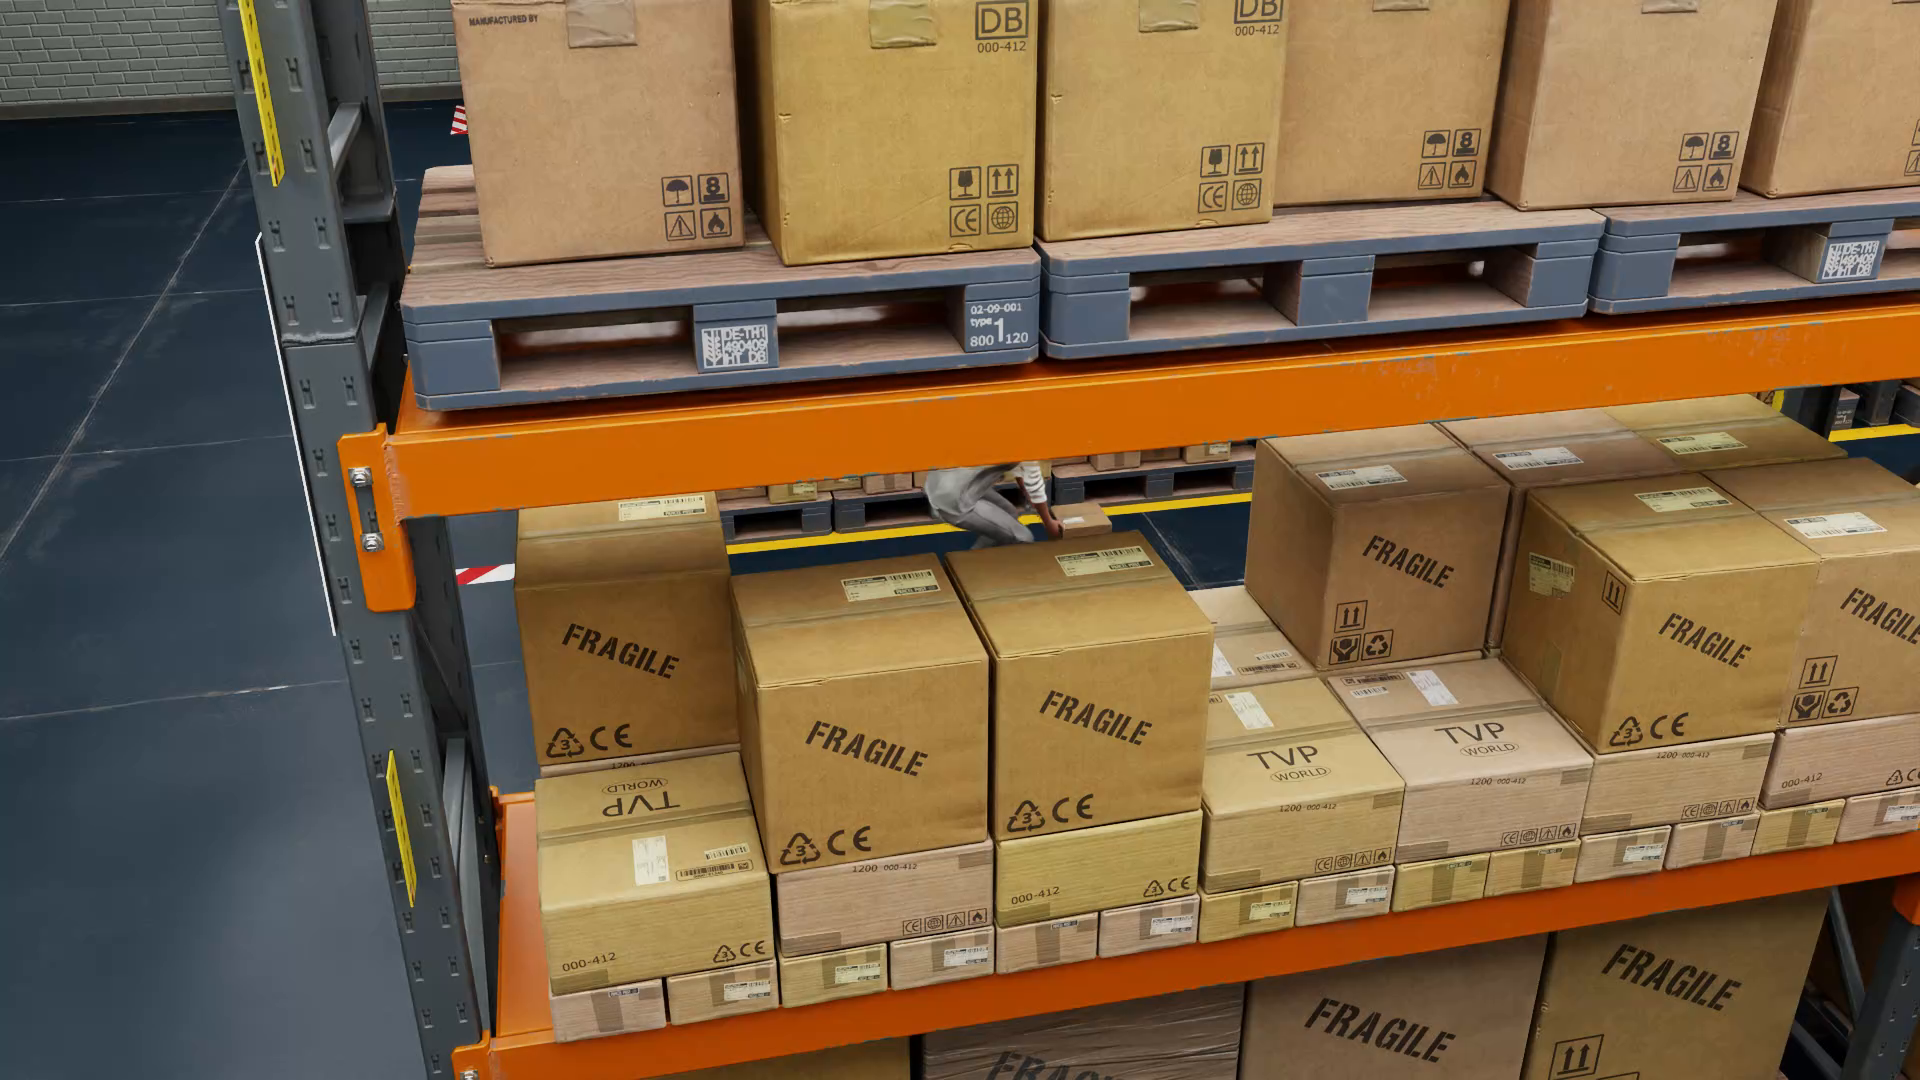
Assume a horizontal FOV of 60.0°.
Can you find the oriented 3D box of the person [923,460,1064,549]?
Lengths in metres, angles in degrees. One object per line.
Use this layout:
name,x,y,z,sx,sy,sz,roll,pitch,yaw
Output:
person,0.173,-0.220,8.009,0.710,1.190,0.465,-6,28,-11
